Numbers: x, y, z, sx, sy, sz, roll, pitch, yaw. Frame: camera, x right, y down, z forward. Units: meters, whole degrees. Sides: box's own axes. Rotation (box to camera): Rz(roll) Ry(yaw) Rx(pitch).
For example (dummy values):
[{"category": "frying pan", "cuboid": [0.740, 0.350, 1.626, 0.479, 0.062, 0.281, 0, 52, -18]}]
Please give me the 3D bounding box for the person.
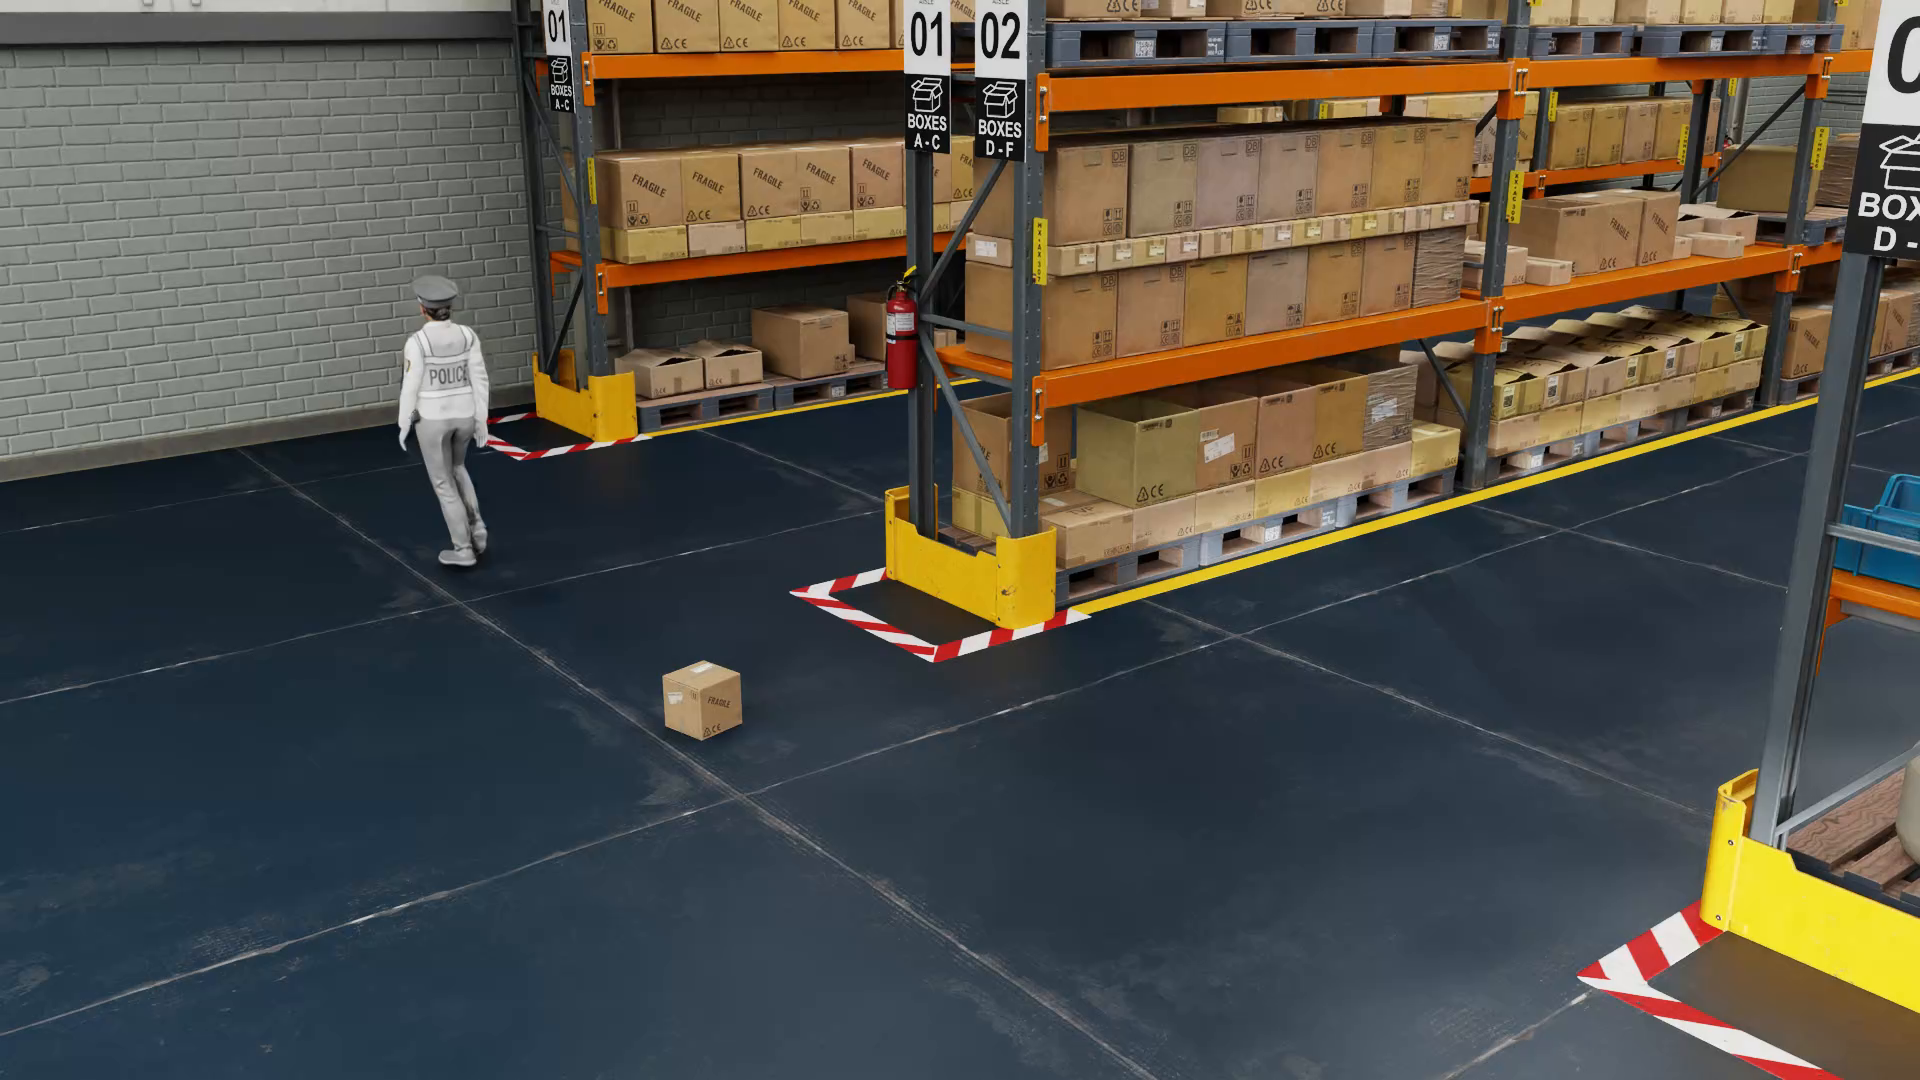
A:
[{"category": "person", "cuboid": [-2.980, -0.670, 9.554, 0.441, 1.710, 0.495, 15, 23, 39]}]
